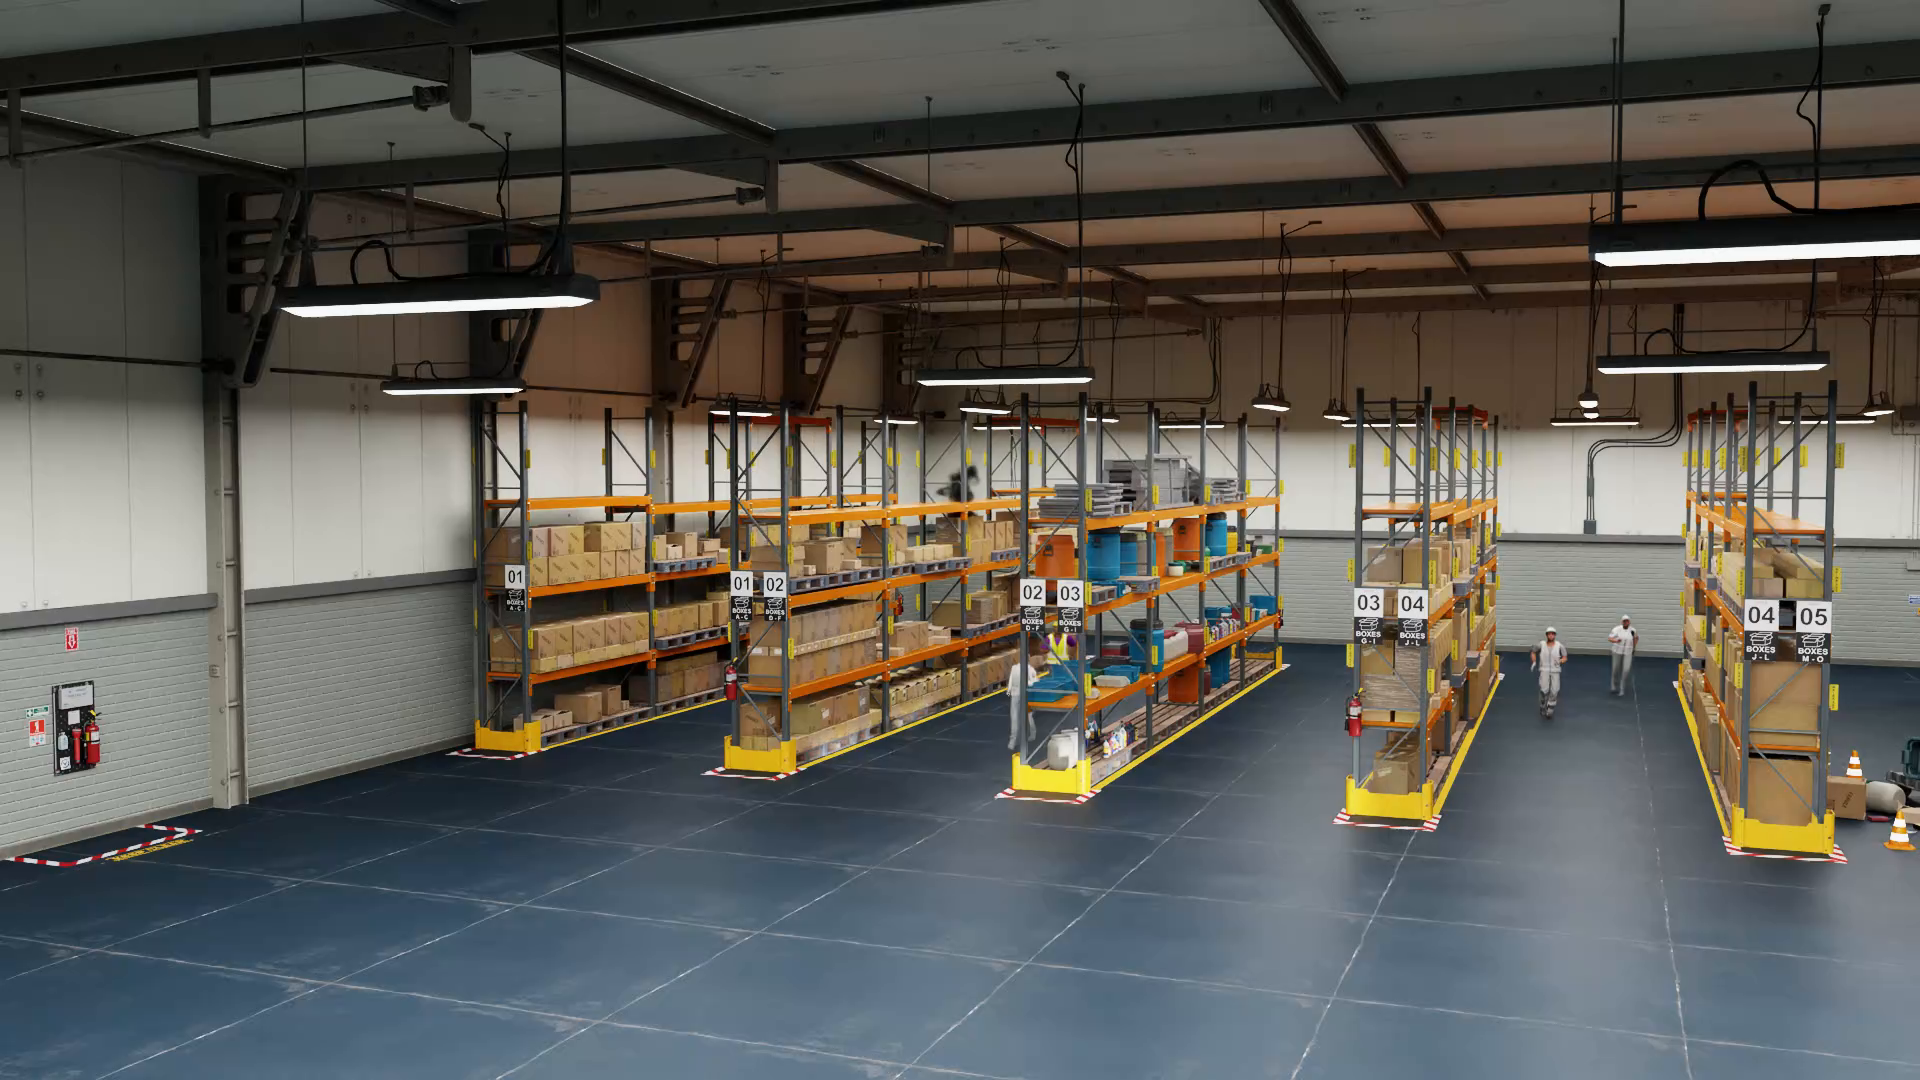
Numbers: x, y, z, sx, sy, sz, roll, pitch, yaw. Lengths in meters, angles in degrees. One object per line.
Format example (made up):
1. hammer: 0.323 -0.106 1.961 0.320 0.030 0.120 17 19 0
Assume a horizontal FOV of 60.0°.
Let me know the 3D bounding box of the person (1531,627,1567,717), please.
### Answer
1. person: 11.332 2.547 31.974 0.658 1.740 0.650 1 3 15

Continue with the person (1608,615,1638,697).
1. person: 14.124 2.454 35.408 0.606 1.717 0.812 1 3 19

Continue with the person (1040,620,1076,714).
1. person: 1.929 2.497 33.005 0.672 1.810 0.815 1 3 12

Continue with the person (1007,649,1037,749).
1. person: 1.072 2.729 28.863 0.610 1.687 0.936 1 3 22
